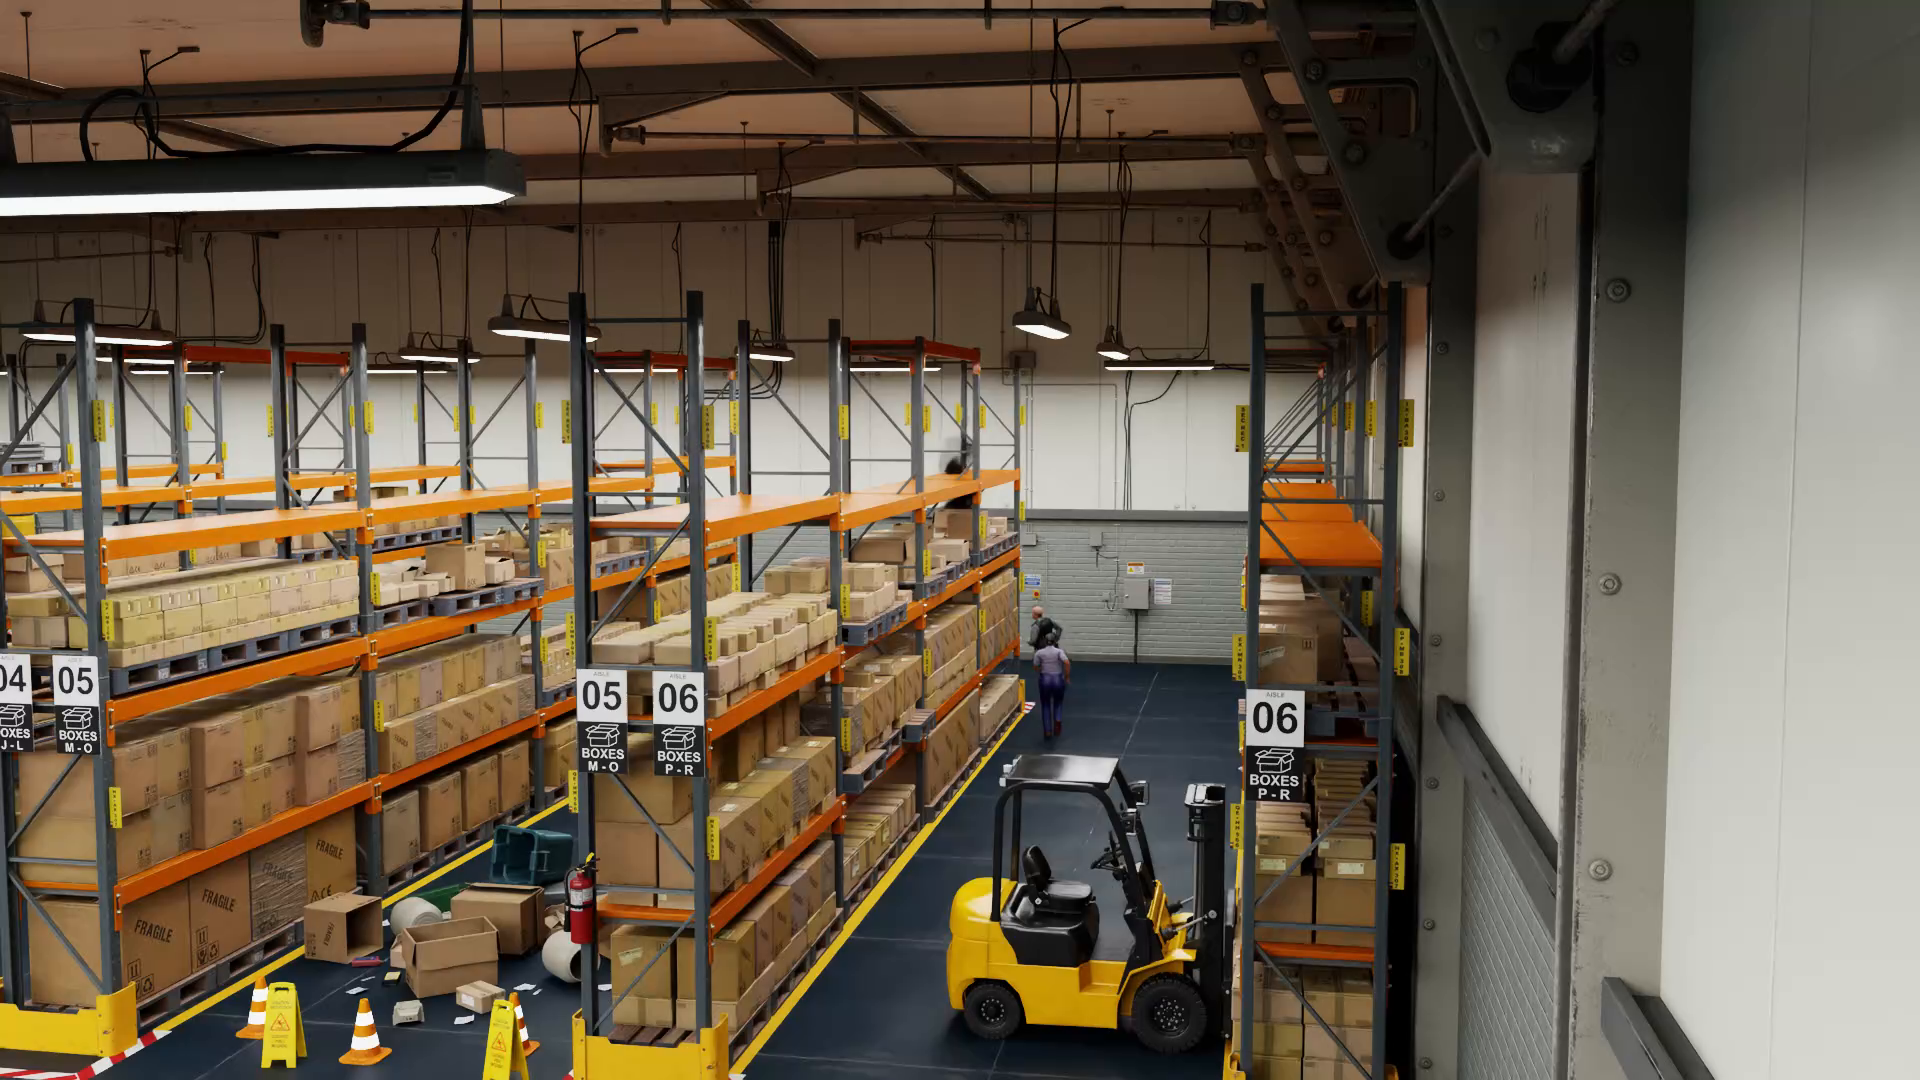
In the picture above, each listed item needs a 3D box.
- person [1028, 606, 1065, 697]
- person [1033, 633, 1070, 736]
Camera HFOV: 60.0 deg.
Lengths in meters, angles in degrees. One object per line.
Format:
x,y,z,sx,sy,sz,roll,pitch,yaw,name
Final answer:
1.508,1.976,29.467,0.804,1.641,0.589,-4,6,-43,person
1.434,2.255,26.047,0.576,1.614,0.721,0,5,3,person
